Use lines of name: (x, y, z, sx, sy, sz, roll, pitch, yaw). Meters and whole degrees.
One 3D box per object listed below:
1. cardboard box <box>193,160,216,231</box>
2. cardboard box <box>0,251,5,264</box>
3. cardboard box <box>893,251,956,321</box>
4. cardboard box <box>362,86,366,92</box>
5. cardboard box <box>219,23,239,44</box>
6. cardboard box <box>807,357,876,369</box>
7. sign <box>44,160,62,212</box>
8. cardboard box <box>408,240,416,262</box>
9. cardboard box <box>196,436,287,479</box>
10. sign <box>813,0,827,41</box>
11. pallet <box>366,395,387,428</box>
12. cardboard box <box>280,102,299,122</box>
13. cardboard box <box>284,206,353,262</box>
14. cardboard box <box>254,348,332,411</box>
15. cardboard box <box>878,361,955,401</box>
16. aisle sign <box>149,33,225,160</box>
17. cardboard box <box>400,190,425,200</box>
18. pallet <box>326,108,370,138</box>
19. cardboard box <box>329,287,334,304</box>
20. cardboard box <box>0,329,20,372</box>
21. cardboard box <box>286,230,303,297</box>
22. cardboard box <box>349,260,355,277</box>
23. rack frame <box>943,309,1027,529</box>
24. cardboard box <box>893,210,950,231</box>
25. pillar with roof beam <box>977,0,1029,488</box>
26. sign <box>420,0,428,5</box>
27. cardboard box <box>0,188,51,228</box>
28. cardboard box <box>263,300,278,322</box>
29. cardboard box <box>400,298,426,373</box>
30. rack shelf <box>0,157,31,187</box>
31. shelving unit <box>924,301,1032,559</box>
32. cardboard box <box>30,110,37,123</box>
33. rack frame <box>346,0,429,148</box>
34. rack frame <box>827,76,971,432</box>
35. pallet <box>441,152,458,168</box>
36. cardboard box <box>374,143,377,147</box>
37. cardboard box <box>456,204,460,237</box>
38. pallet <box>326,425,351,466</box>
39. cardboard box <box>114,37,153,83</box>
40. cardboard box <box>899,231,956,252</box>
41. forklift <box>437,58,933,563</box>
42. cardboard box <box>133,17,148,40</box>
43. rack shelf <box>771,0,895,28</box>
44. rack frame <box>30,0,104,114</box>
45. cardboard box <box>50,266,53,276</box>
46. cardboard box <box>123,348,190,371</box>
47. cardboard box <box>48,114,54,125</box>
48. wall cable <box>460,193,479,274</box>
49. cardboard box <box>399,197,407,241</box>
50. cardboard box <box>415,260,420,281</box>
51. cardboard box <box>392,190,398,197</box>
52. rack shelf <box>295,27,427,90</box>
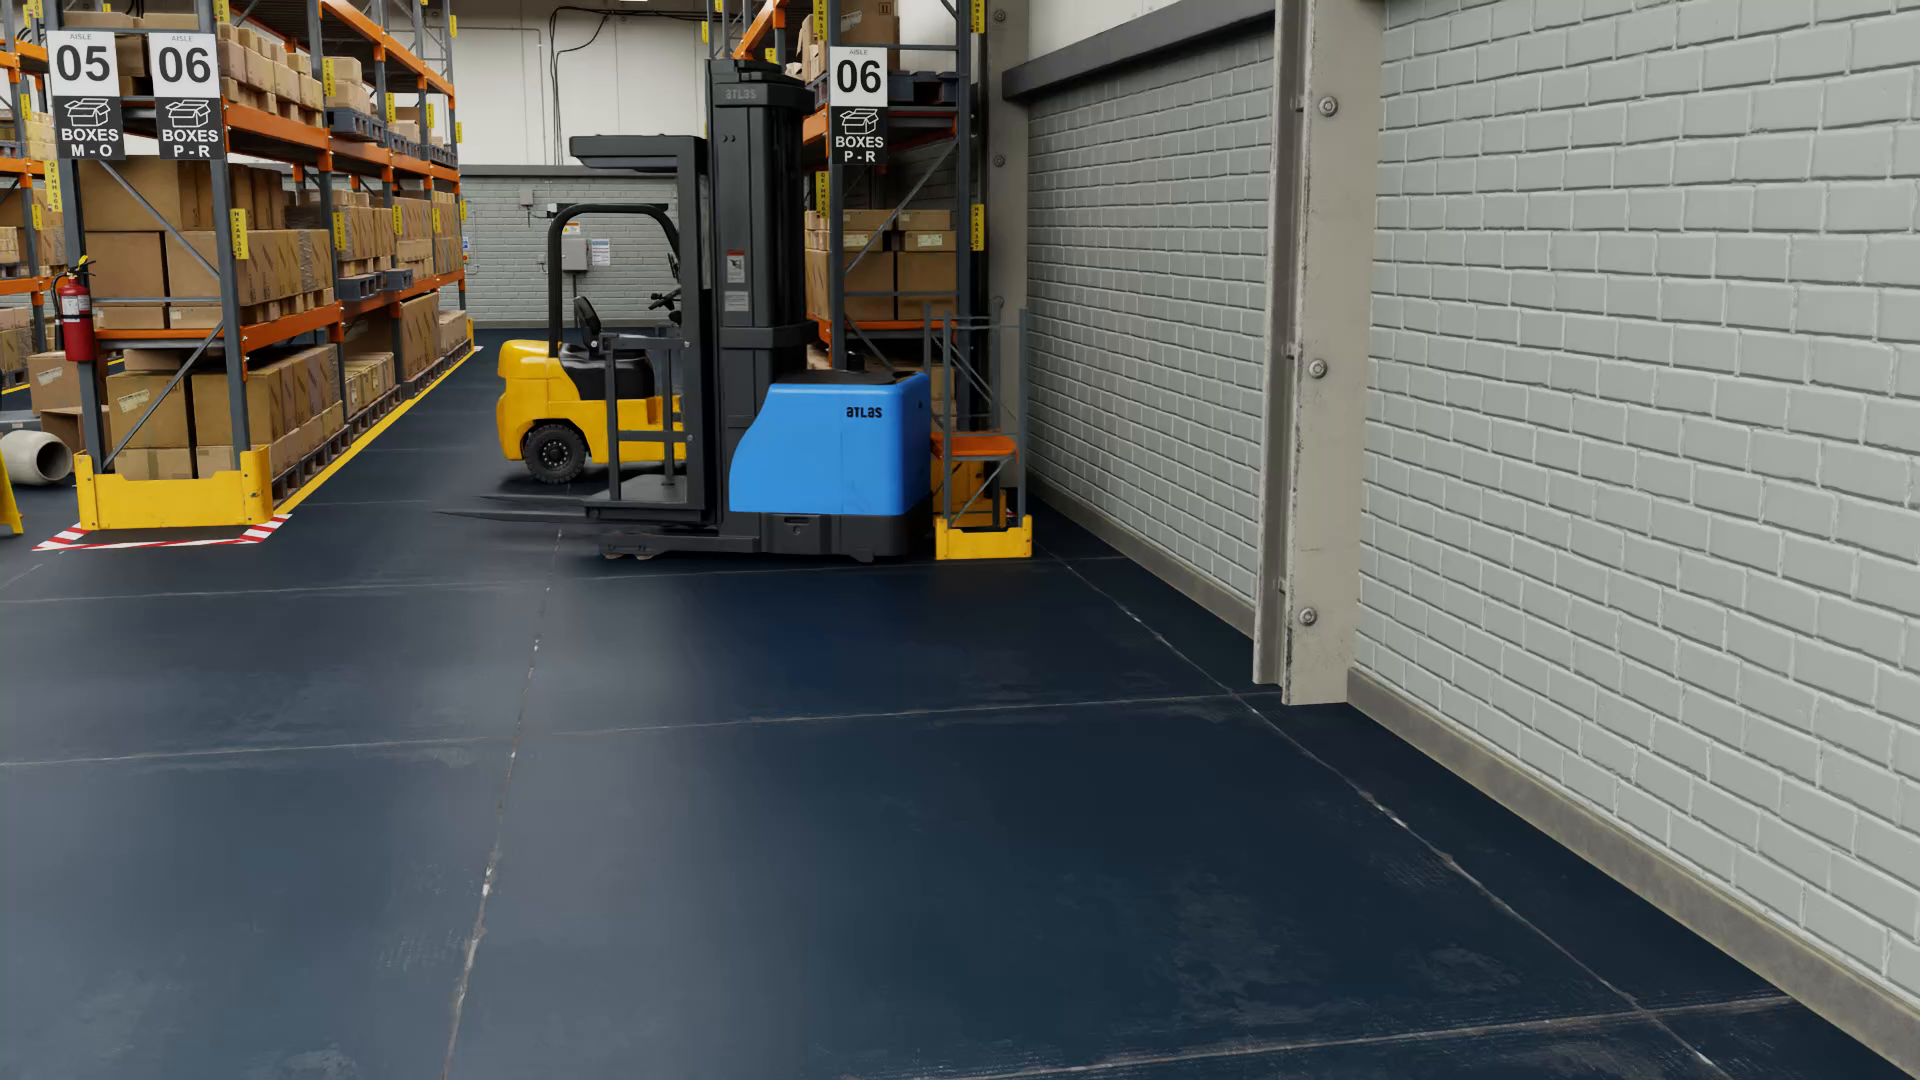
cardboard box: (-5.698, -2.441, 11.761, 0.700, 0.500, 0.500, -2, 11, -10)
cardboard box: (-12.094, -3.502, 20.621, 0.380, 0.149, 0.250, -2, 11, -11)
cardboard box: (-0.249, -1.907, 12.425, 0.500, 0.500, 0.500, -2, 11, -9)
cardboard box: (-7.070, -4.837, 18.666, 0.797, 0.503, 0.637, -3, 11, -15)
cardboard box: (-5.215, -3.484, 11.494, 0.380, 0.149, 0.250, -2, 11, -11)
cardboard box: (-0.926, -1.270, 12.903, 0.500, 0.250, 0.500, -2, 11, -10)
sign: (-5.842, -2.283, 10.727, 0.100, 0.325, 0.005, -2, 11, -11)
cardboard box: (-6.890, -3.503, 20.144, 0.500, 0.250, 0.500, -2, 11, -11)
cardboard box: (-5.179, -0.589, 12.000, 0.500, 0.250, 0.500, -2, 11, -11)
sign: (-0.960, -3.609, 11.458, 0.100, 0.325, 0.005, -2, 11, -11)
pallet: (-6.465, -1.306, 16.995, 1.003, 0.211, 1.213, -2, 11, -11)
cardboard box: (-5.524, -3.423, 13.309, 0.380, 0.149, 0.250, -2, 11, -9)
cardboard box: (-5.881, -2.807, 15.237, 0.500, 0.500, 0.500, -2, 11, -10)
cardboard box: (-5.592, -1.341, 13.946, 0.500, 0.500, 0.500, -2, 11, -10)
cardboard box: (-0.333, -1.199, 12.528, 0.500, 0.250, 0.500, -2, 11, -12)
aisle sign: (-4.977, -2.853, 10.708, 0.394, 0.787, 0.004, -2, 11, -11)
cardboard box: (-7.434, -4.703, 22.706, 0.380, 0.149, 0.250, -2, 11, -12)
pallet: (-6.087, -3.808, 15.159, 1.213, 0.211, 1.003, -2, 11, -11)
cardboard box: (-5.710, -2.138, 14.578, 0.380, 0.149, 0.250, -2, 11, -12)
cardboard box: (-11.972, -2.336, 20.507, 0.500, 0.500, 0.500, -2, 11, -12)
cardboard box: (-5.424, -2.149, 12.902, 0.500, 0.500, 0.500, -2, 11, -12)
cardboard box: (-5.909, -2.551, 15.626, 0.380, 0.149, 0.250, -2, 11, -10)
rack frame: (0.149, -0.630, 9.993, 0.500, 1.500, 0.032, -1, 11, -7)
cardboard box: (-0.281, -2.340, 12.171, 0.380, 0.149, 0.250, -2, 11, -12)
pillar with roof beam: (-3.899, -4.708, 11.364, 9.100, 9.000, 0.400, -2, 11, -11)
sign: (-7.097, -7.243, 21.975, 0.100, 0.325, 0.005, -2, 11, -11)
cardboard box: (-12.312, -4.356, 21.823, 0.500, 0.500, 0.500, -2, 11, -10)
cardboard box: (-5.196, -1.668, 12.107, 0.380, 0.149, 0.250, -2, 11, -10)
cardboard box: (-7.071, -2.499, 20.362, 0.875, 0.875, 0.875, -2, 11, -10)
rack shelf: (-12.074, -4.331, 19.332, 1.077, 0.370, 4.000, -2, 11, -11)
shelving unit: (0.080, -0.726, 10.497, 0.587, 1.500, 1.083, -1, 11, -7)
cardboard box: (-12.302, -5.533, 21.717, 0.380, 0.149, 0.250, -3, 11, -13)
rack frame: (-7.627, -6.724, 21.954, 1.000, 3.000, 0.127, -2, 11, -11)
rack frame: (-0.425, -1.757, 11.904, 1.000, 3.000, 0.127, -2, 11, -11)
pallet: (-8.251, -5.804, 25.385, 1.003, 0.211, 1.213, -2, 11, -11)
cardboard box: (-6.582, -4.343, 18.140, 0.380, 0.149, 0.250, -2, 11, -11)
cardboard box: (-8.078, -4.971, 25.848, 0.500, 0.500, 0.500, -2, 11, -9)
pallet: (-5.906, -0.817, 14.427, 1.003, 0.211, 1.213, -2, 11, -11)
cardboard box: (-5.657, -3.206, 11.099, 0.500, 0.250, 0.500, -2, 11, -12)
cardboard box: (-0.237, -2.196, 12.210, 0.380, 0.149, 0.250, -2, 11, -12)
forklift: (-1.740, -1.413, 10.281, 3.031, 2.935, 1.130, 2, 11, 9)
cardboard box: (-5.661, -3.417, 11.146, 0.380, 0.149, 0.250, -2, 11, -10)
rack shelf: (-0.814, -4.521, 13.375, 1.077, 0.370, 4.000, -2, 11, -11)
rack frame: (-13.241, -7.259, 24.766, 1.000, 3.000, 0.127, -2, 11, -11)
cardboard box: (-12.424, -3.610, 22.313, 0.380, 0.149, 0.250, -3, 11, -14)
cardboard box: (-5.842, -1.320, 12.102, 0.380, 0.149, 0.250, -2, 11, -9)
cardboard box: (-12.483, -5.672, 22.452, 0.380, 0.149, 0.250, -2, 11, -13)
wall cable: (-9.525, -6.058, 31.701, 0.585, 1.953, 0.123, -2, 11, -11)
cardboard box: (-6.811, -3.773, 19.556, 0.500, 0.500, 0.500, -2, 11, -11)
cardboard box: (-7.010, -3.348, 20.667, 0.500, 0.250, 0.500, -2, 11, -11)
cardboard box: (-7.944, -4.733, 22.863, 0.380, 0.149, 0.250, -2, 11, -10)
rack shelf: (-7.238, -5.807, 20.132, 1.077, 0.370, 4.000, -2, 11, -11)
